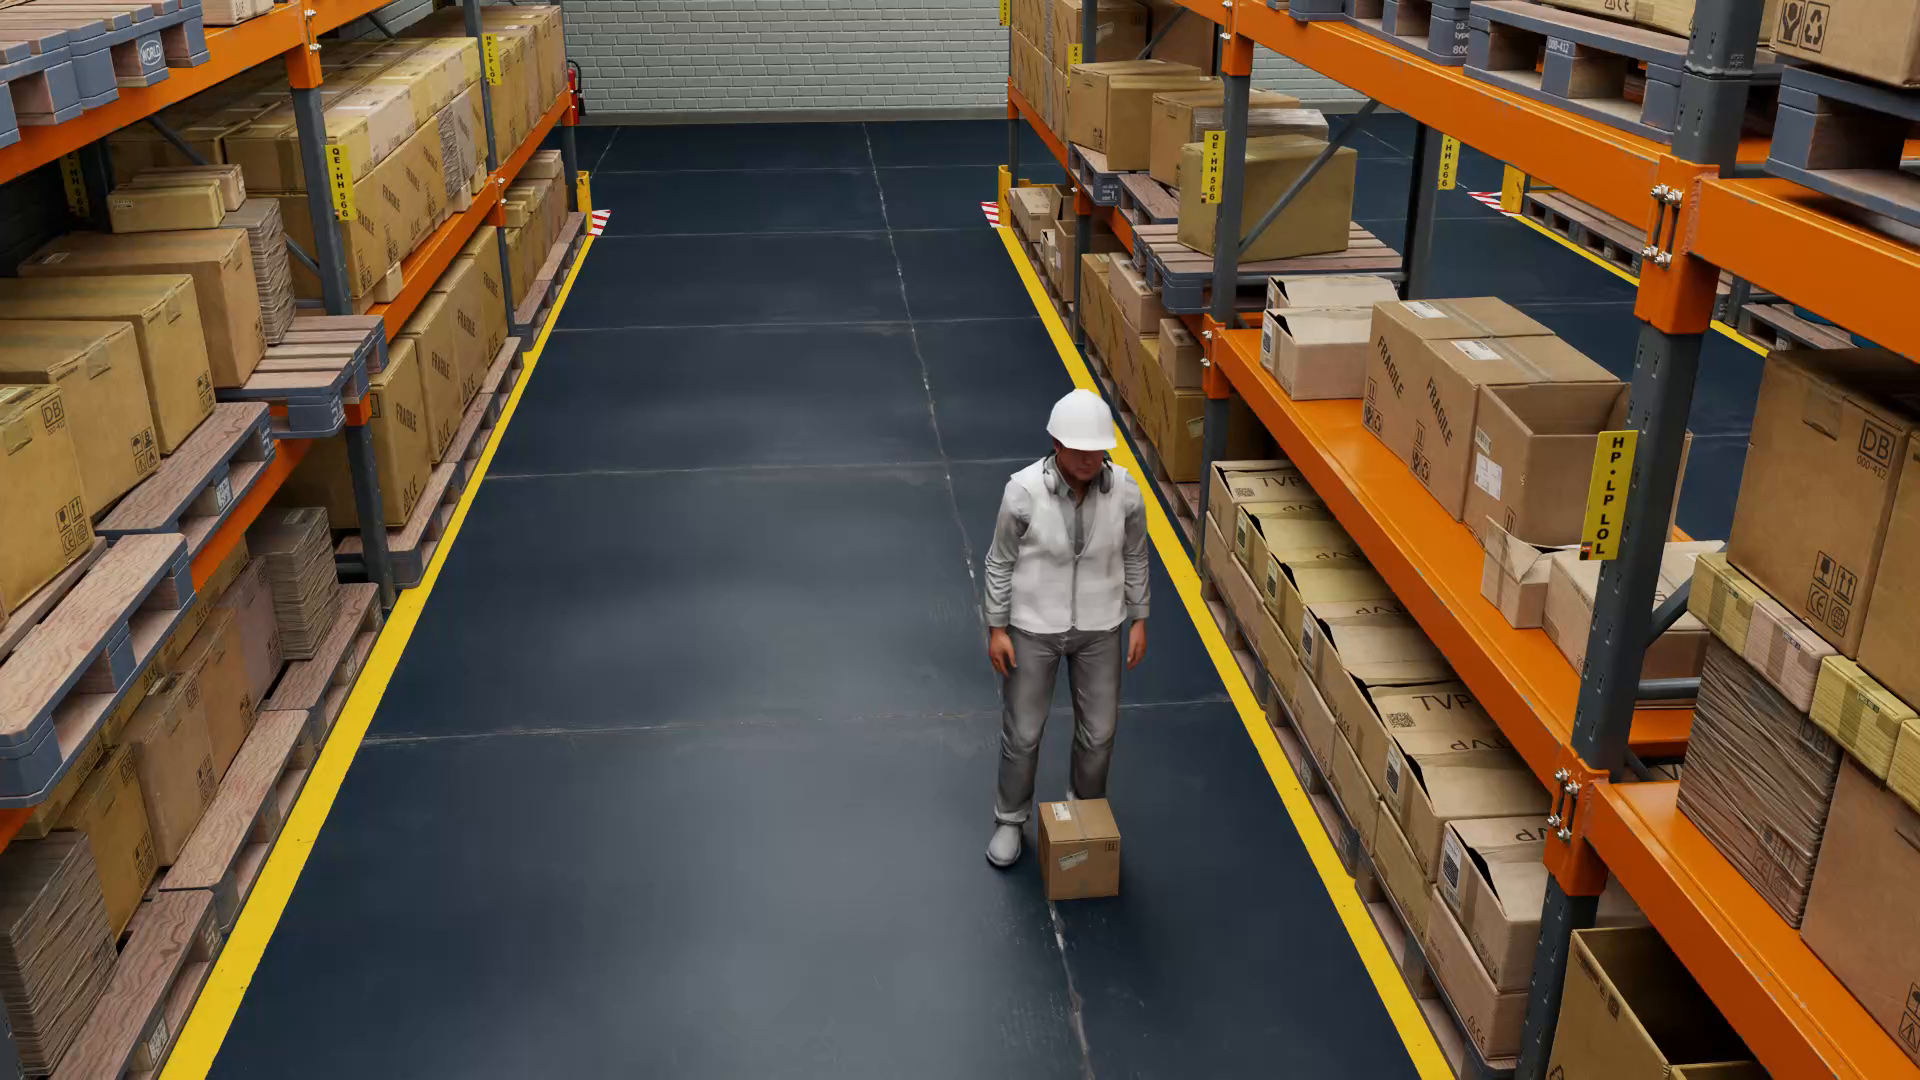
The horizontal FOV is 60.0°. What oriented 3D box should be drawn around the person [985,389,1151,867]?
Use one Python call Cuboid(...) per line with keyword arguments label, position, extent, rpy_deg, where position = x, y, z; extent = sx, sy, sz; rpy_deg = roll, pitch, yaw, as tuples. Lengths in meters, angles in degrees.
Cuboid(label="person", position=(0.377, 0.304, 5.868), extent=(0.593, 1.773, 0.458), rpy_deg=(-3, 24, -7))
